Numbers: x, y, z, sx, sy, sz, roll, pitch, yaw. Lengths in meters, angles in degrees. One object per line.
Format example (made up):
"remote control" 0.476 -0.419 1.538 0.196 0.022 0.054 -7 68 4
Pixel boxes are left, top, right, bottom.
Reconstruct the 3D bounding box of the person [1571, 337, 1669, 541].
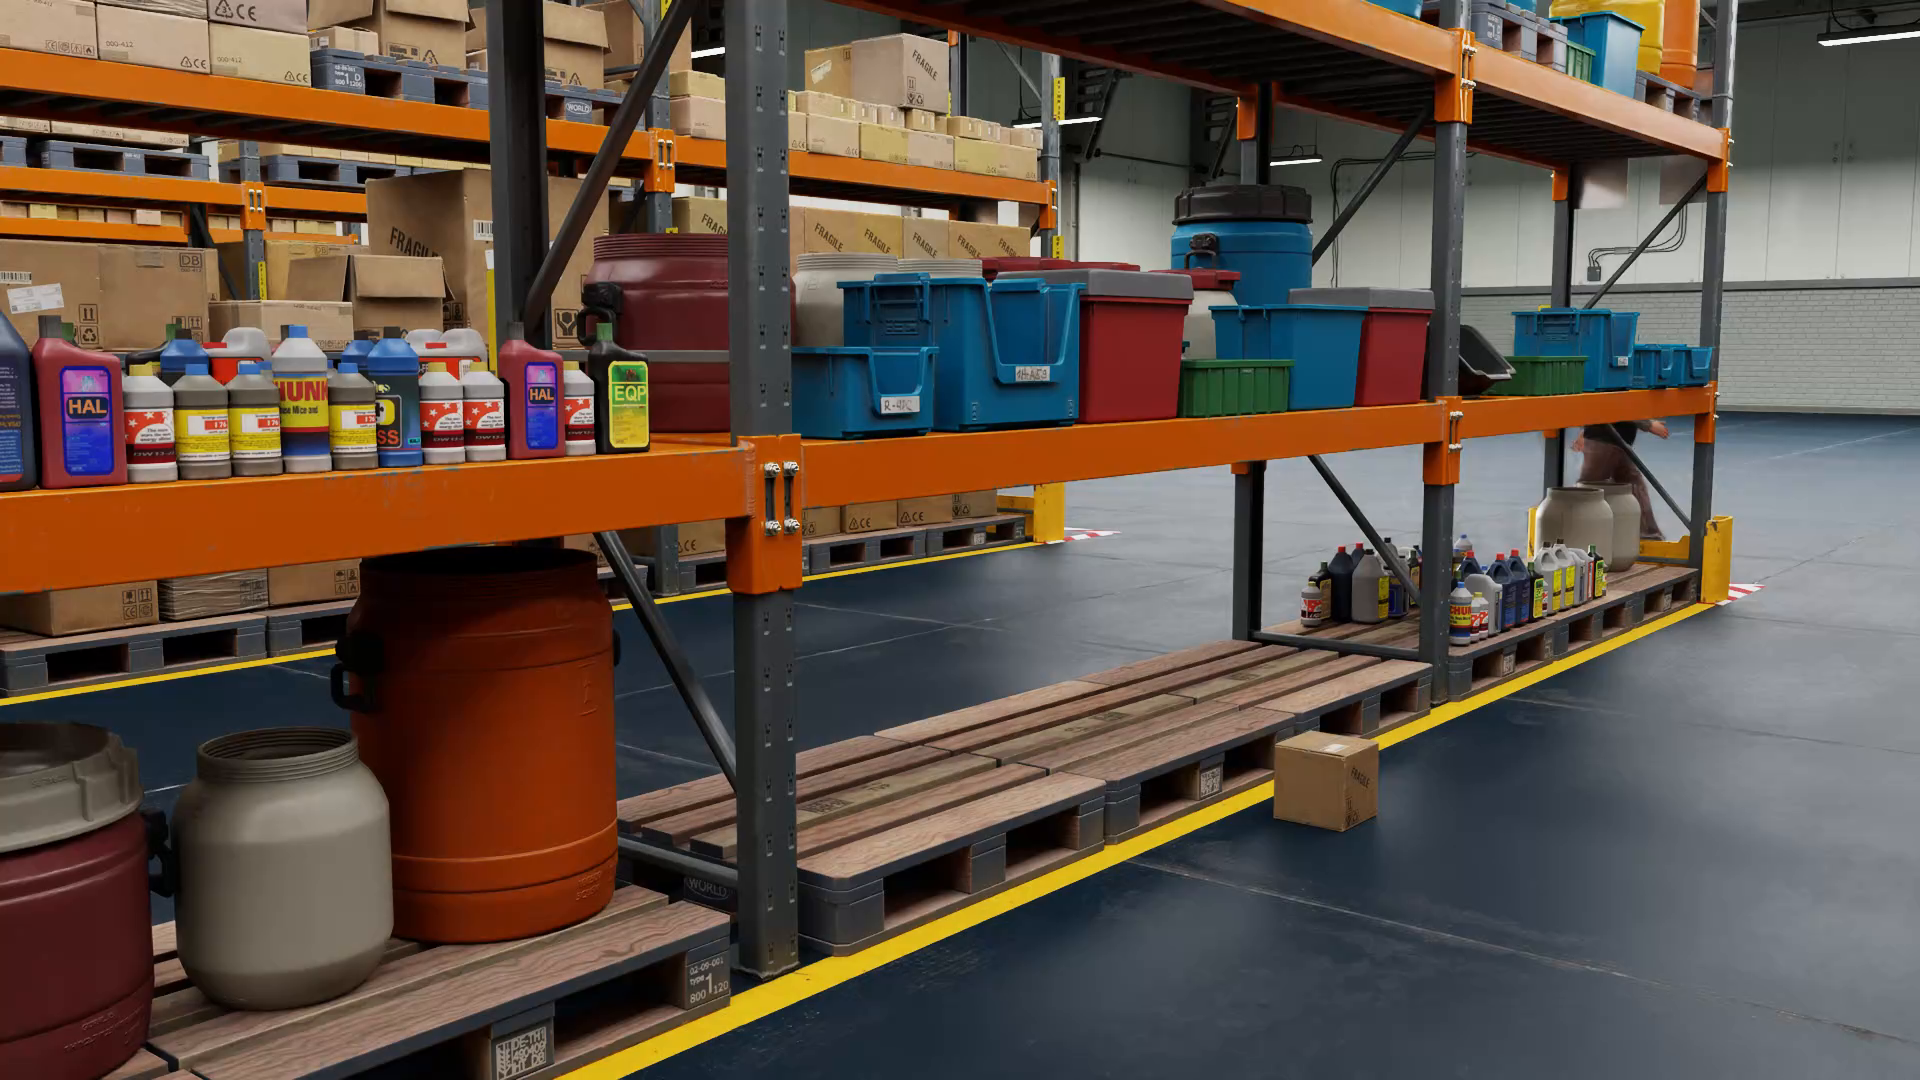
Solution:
"person" 4.686 -0.702 11.811 1.003 1.653 0.636 3 7 25
